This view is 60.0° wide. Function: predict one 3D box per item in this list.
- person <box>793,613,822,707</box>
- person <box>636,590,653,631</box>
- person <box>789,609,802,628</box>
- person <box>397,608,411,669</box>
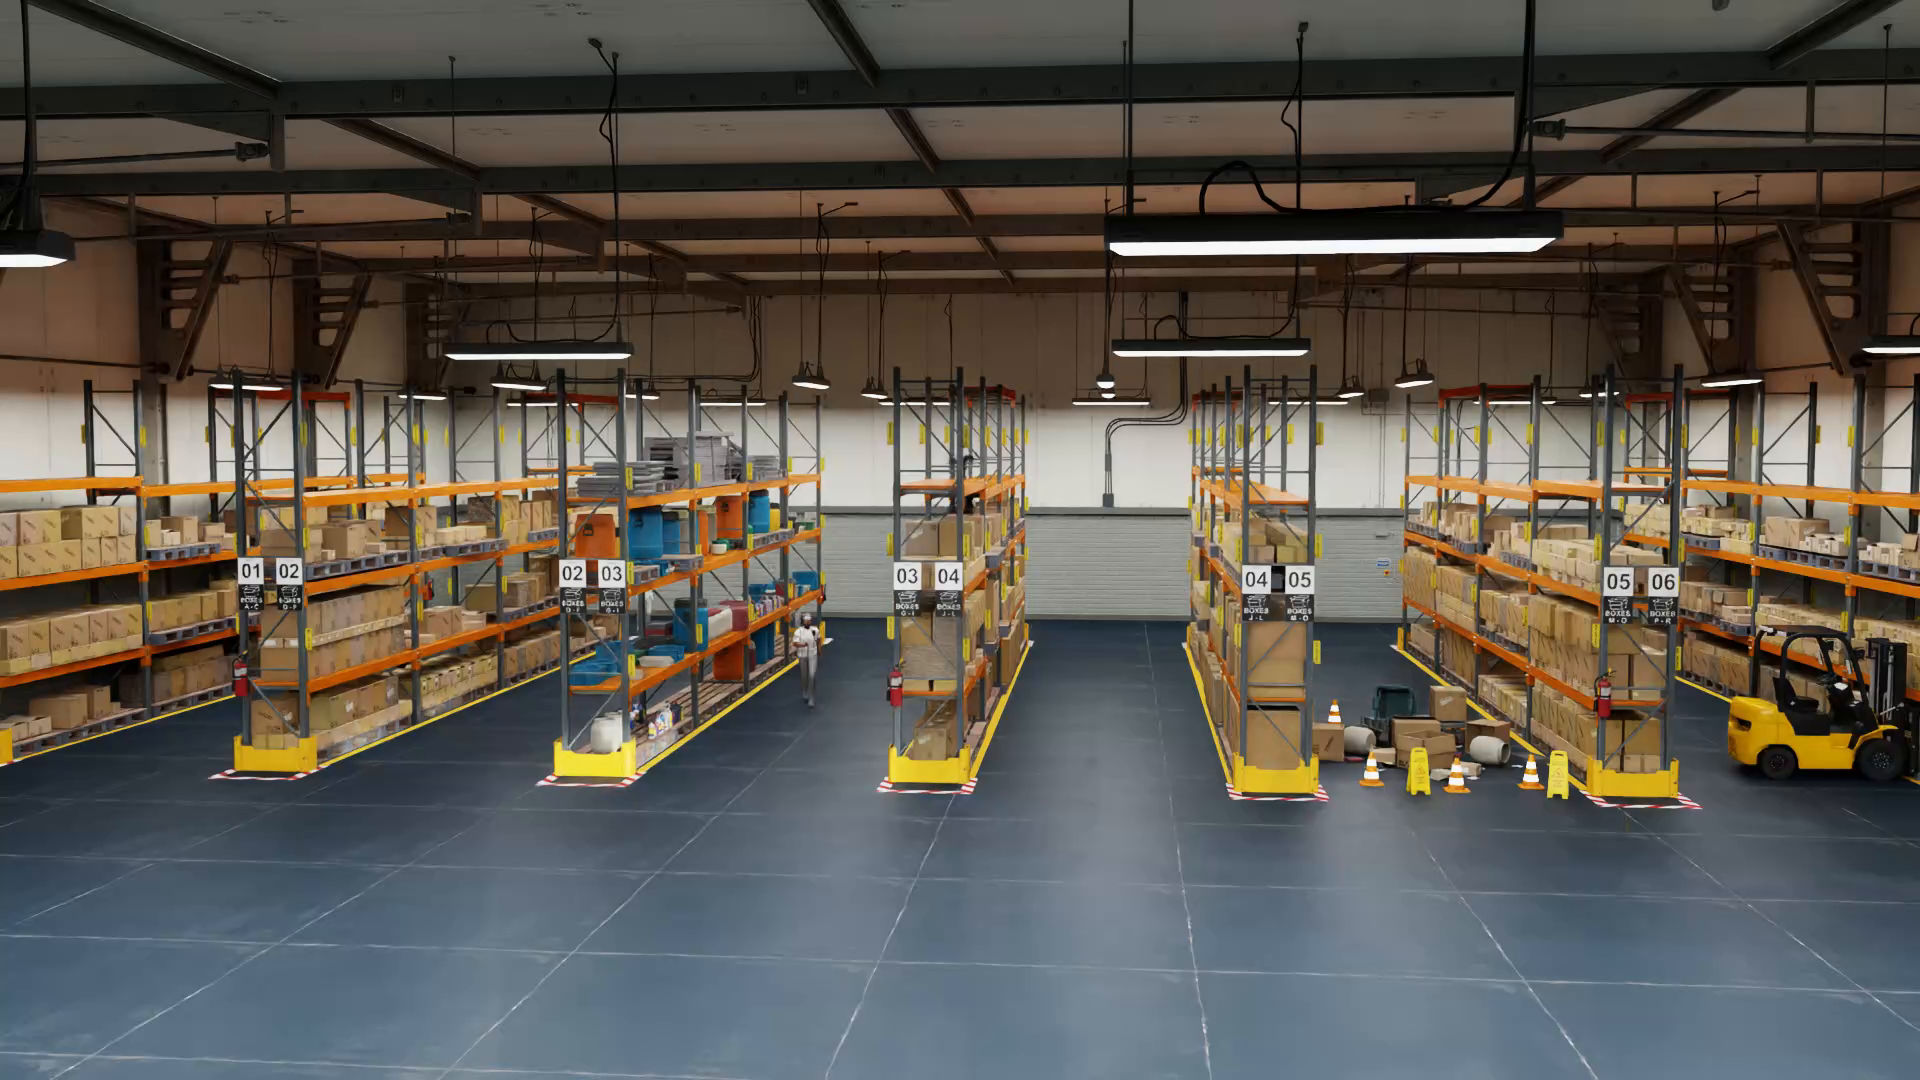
[{"bbox_3d":[-2.853,2.223,31.137,0.523,1.751,0.846,0,4,-2],"label":"person"},{"bbox_3d":[-8.008,1.552,42.057,0.572,1.733,0.831,-2,4,-24],"label":"person"},{"bbox_3d":[-4.151,1.612,41.595,0.990,1.579,0.621,2,4,35],"label":"person"},{"bbox_3d":[-11.479,2.002,33.929,0.637,1.766,0.778,0,4,6],"label":"person"}]
